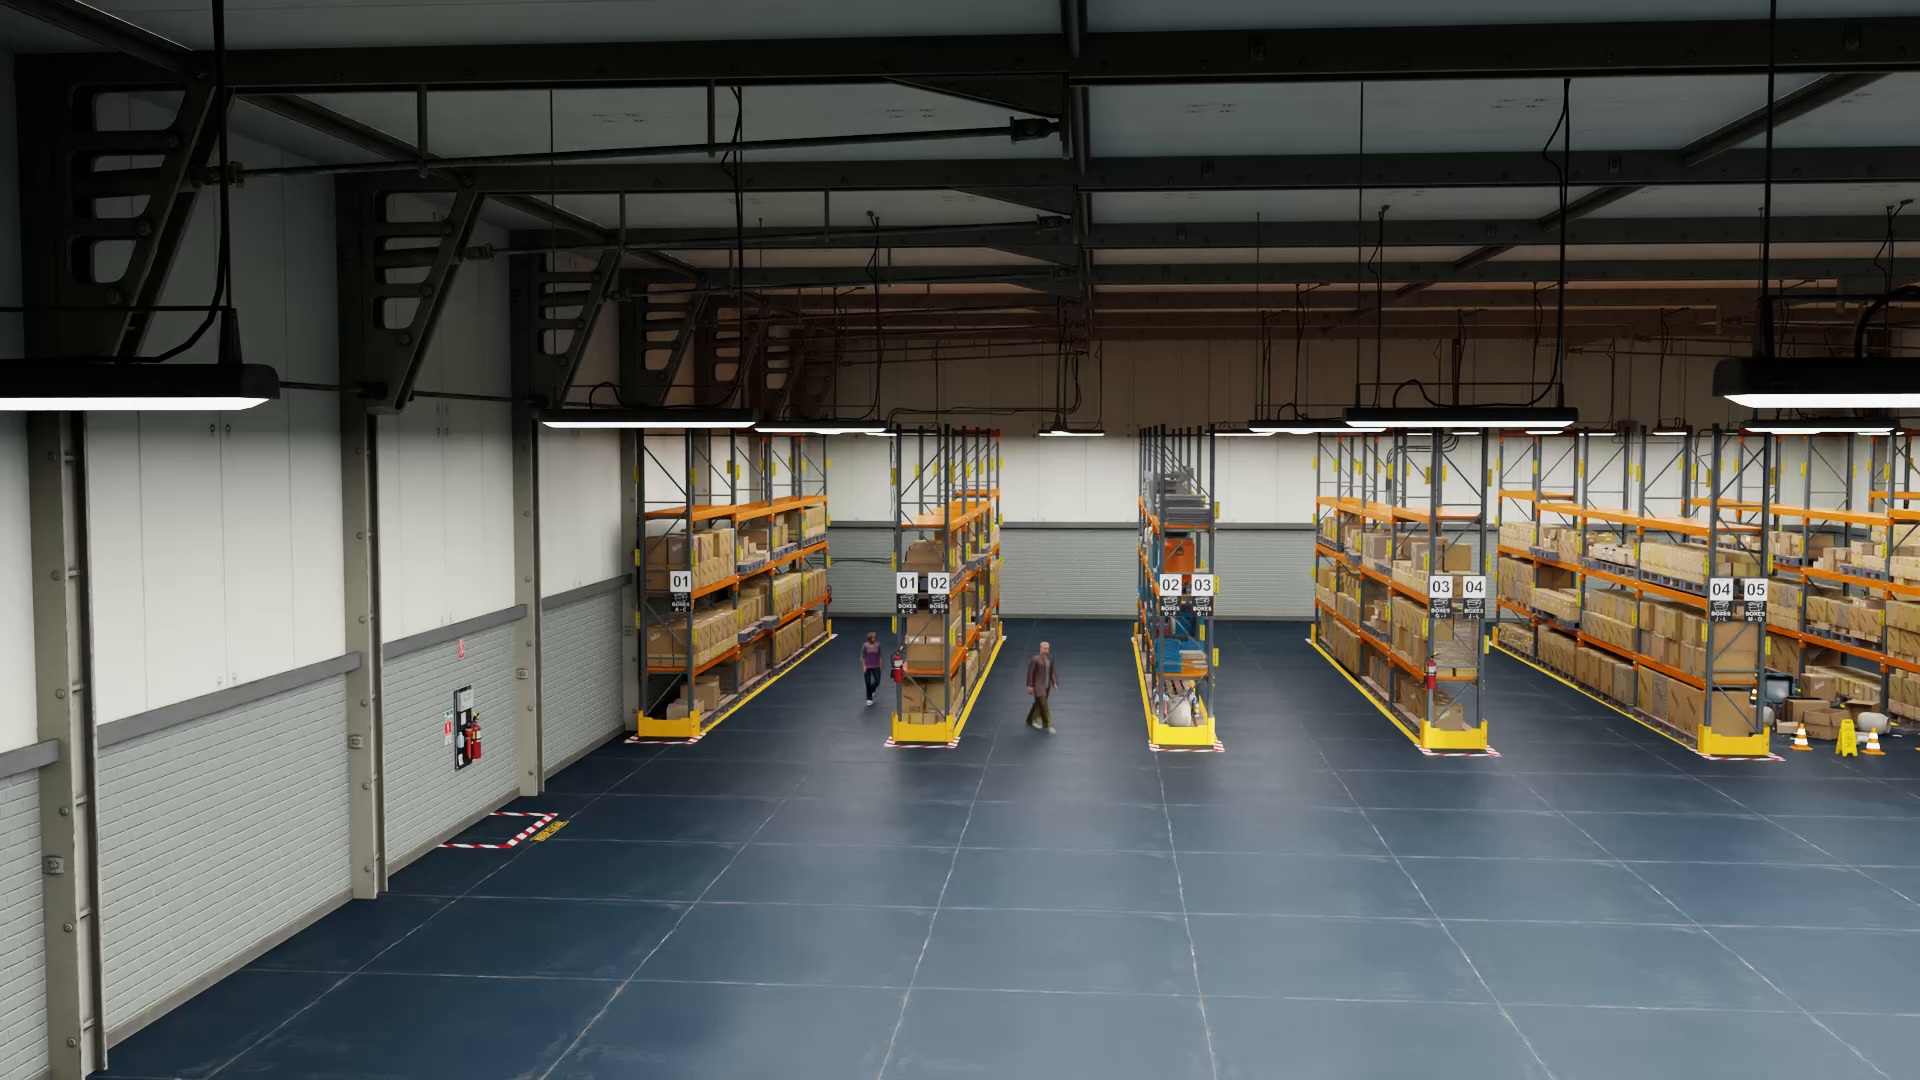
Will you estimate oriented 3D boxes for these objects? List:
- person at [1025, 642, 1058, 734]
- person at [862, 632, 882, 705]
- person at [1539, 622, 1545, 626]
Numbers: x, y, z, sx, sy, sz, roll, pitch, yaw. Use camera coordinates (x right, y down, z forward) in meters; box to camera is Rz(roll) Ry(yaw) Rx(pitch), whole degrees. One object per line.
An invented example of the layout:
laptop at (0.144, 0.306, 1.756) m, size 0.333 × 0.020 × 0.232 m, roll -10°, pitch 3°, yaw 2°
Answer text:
person at (1.627, 2.857, 32.422) m, size 1.030 × 1.730 × 0.586 m, roll 3°, pitch 4°, yaw 39°
person at (-1.910, 2.756, 35.880) m, size 0.465 × 1.594 × 0.478 m, roll -1°, pitch 4°, yaw -10°
person at (16.636, 1.986, 47.096) m, size 1.049 × 1.701 × 0.544 m, roll 2°, pitch 4°, yaw 25°
